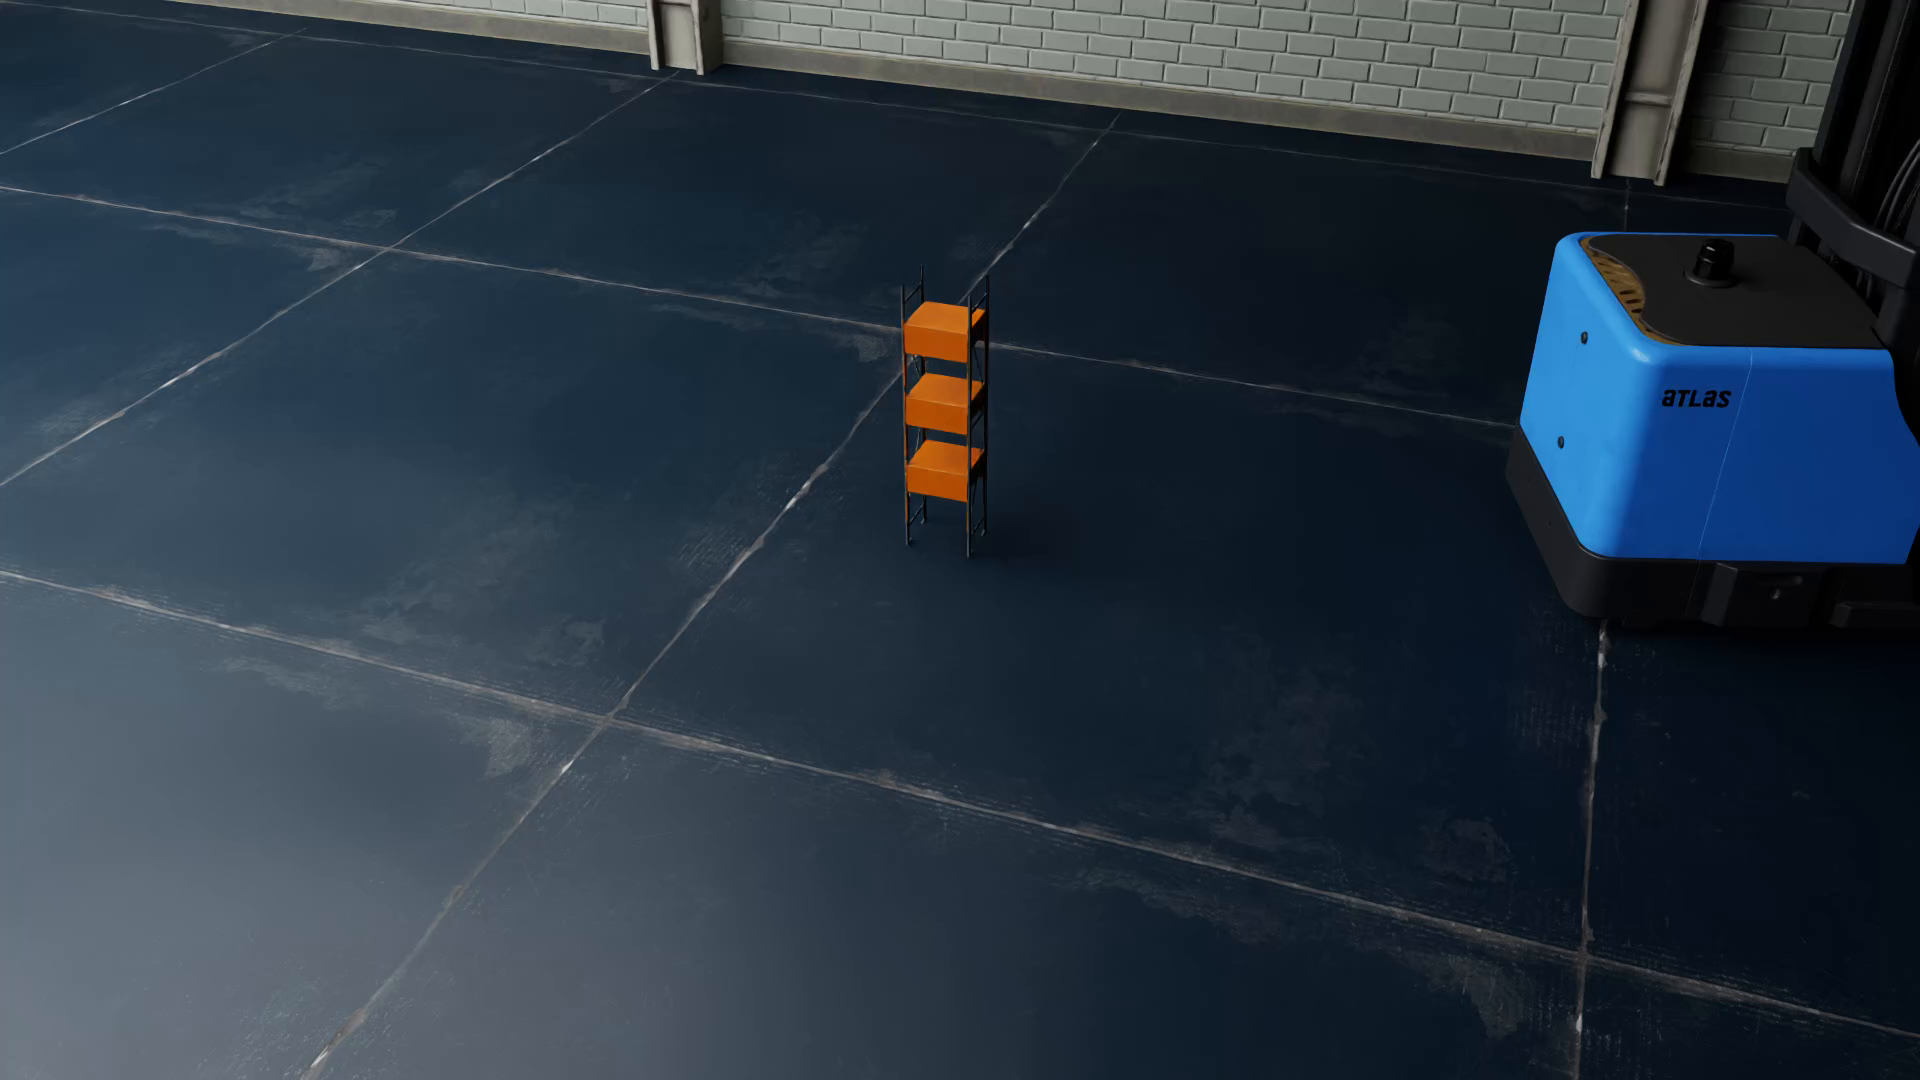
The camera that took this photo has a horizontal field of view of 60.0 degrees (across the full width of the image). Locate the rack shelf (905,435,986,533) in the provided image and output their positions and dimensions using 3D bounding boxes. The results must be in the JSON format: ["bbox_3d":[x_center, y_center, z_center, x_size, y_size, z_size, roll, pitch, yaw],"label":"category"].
[{"bbox_3d":[-0.050,-0.208,6.137,0.240,0.259,0.215,11,34,16],"label":"rack shelf"}]

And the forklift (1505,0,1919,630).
[{"bbox_3d":[3.628,-1.156,5.339,3.031,2.935,1.130,1,33,2],"label":"forklift"}]

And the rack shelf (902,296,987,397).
[{"bbox_3d":[-0.050,-0.680,5.832,0.240,0.259,0.215,11,34,16],"label":"rack shelf"}]

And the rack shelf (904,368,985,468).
[{"bbox_3d":[-0.050,-0.442,5.986,0.240,0.259,0.215,11,34,16],"label":"rack shelf"}]

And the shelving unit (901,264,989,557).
[{"bbox_3d":[-0.050,-0.451,5.980,0.252,1.050,0.215,11,34,16],"label":"shelving unit"}]

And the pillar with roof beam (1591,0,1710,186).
[{"bbox_3d":[2.366,-3.682,3.656,0.400,9.000,9.100,11,34,16],"label":"pillar with roof beam"}]

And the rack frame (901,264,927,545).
[{"bbox_3d":[-0.165,-0.473,6.015,0.008,1.050,0.200,11,34,16],"label":"rack frame"}]

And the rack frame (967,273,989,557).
[{"bbox_3d":[0.064,-0.429,5.946,0.008,1.050,0.200,11,34,16],"label":"rack frame"}]

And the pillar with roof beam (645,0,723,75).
[{"bbox_3d":[-3.282,-4.780,5.357,0.400,9.000,9.100,11,34,16],"label":"pillar with roof beam"}]
